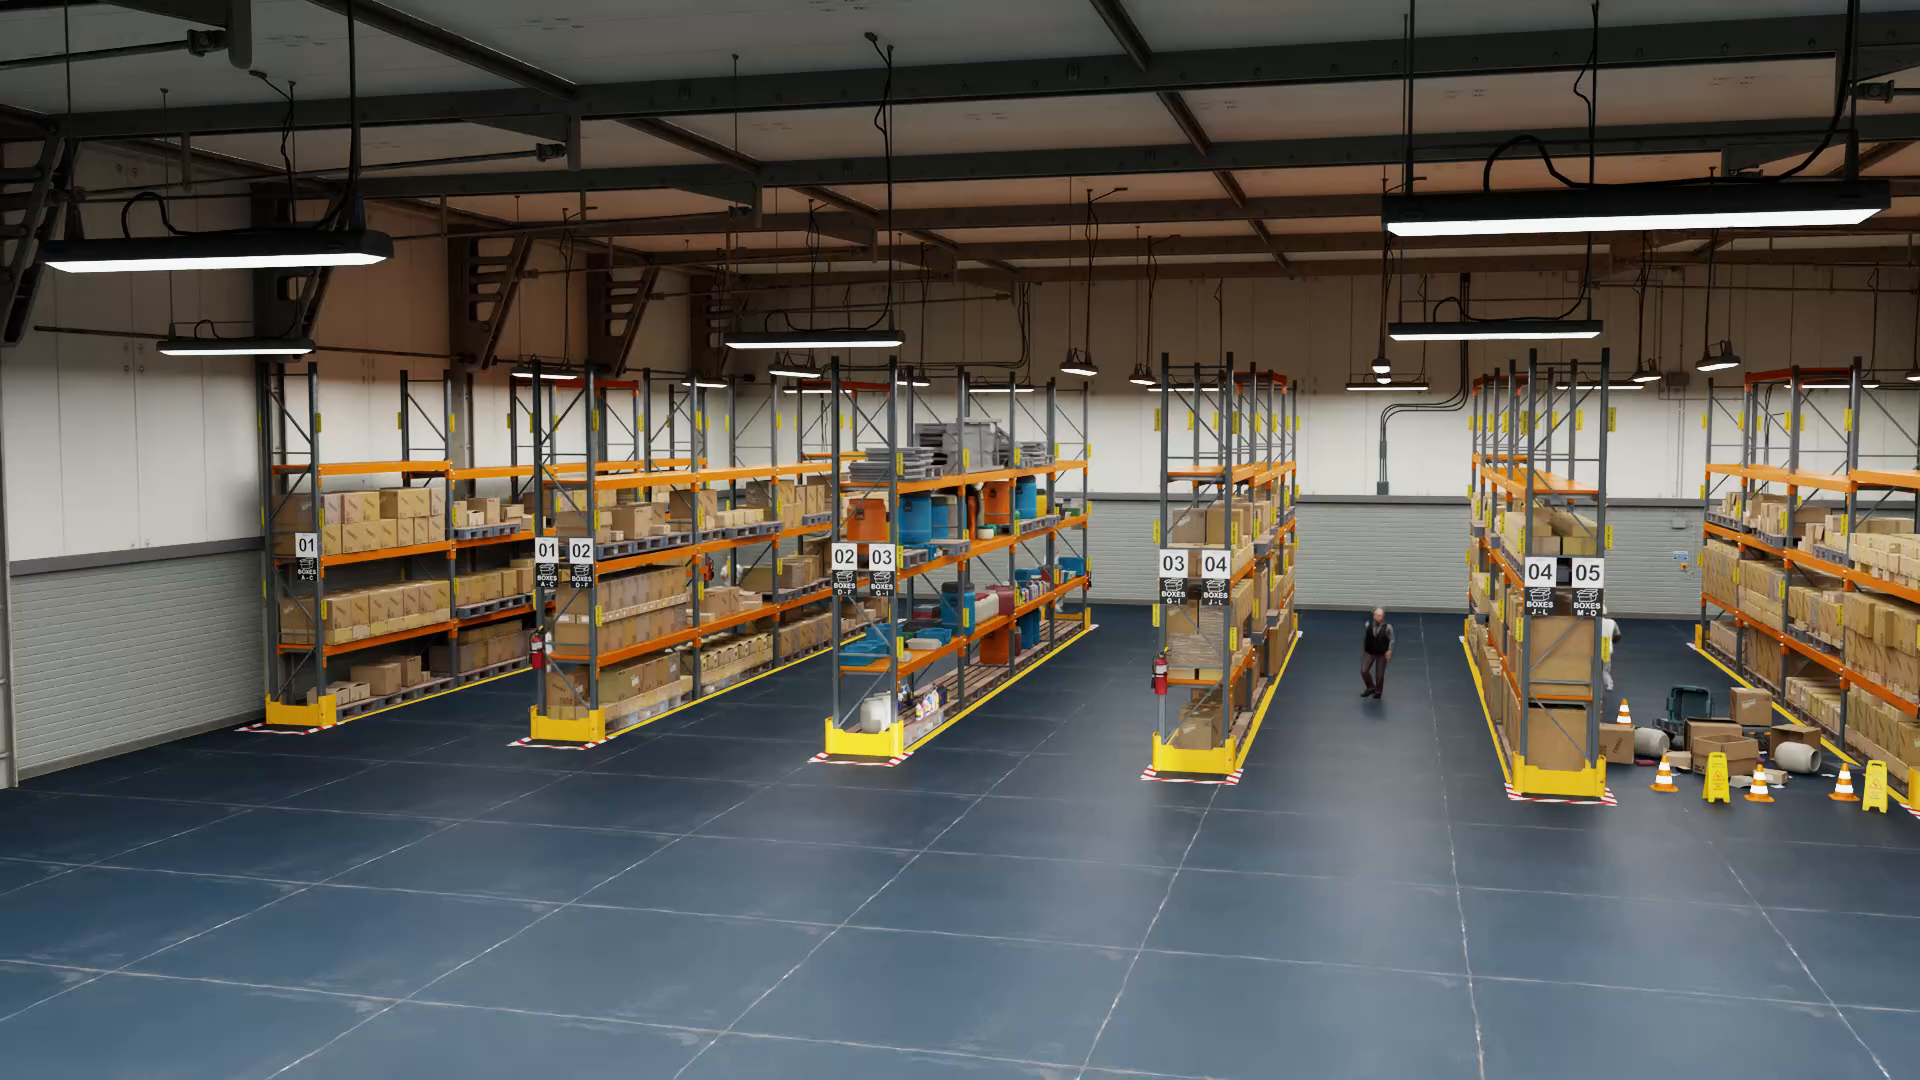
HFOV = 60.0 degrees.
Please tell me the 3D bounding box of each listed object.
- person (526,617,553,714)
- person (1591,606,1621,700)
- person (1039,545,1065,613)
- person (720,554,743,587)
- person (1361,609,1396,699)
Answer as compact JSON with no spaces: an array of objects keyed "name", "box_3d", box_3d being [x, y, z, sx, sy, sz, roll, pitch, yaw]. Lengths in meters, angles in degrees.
[{"name":"person","box_3d":[-7.301,2.145,29.033,0.746,1.654,0.663,-4,5,-42]},{"name":"person","box_3d":[11.554,2.038,29.908,0.683,1.732,0.802,1,4,7]},{"name":"person","box_3d":[2.484,1.032,43.937,0.908,1.836,0.686,3,5,36]},{"name":"person","box_3d":[-5.756,1.207,41.964,0.530,1.748,0.848,1,4,10]},{"name":"person","box_3d":[7.516,2.053,29.905,0.651,1.666,0.736,2,4,25]}]
